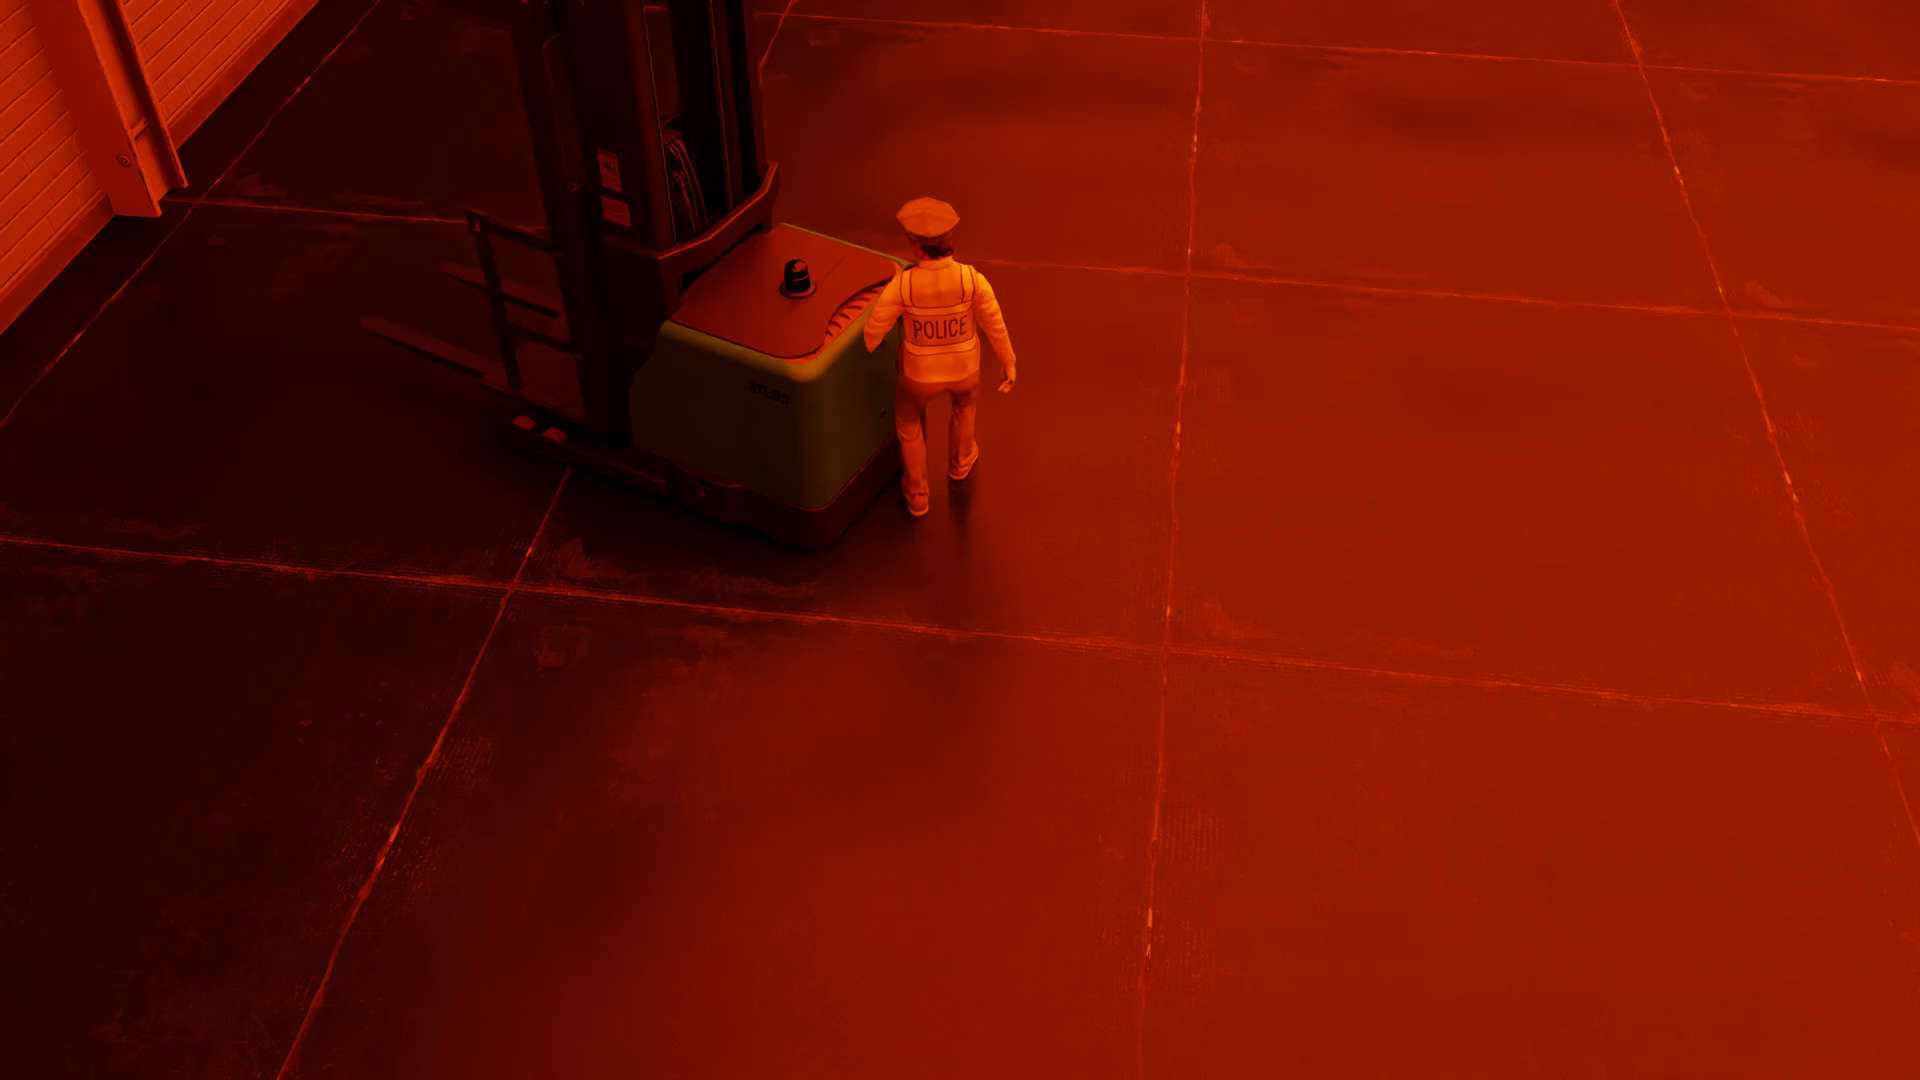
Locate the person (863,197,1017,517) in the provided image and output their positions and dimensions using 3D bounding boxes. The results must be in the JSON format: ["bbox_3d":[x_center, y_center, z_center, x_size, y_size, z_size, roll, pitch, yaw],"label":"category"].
[{"bbox_3d":[-0.113,-0.863,7.630,0.704,1.614,0.572,-6,43,-7],"label":"person"}]

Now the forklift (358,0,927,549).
[{"bbox_3d":[-1.707,-1.766,7.647,3.031,2.935,1.130,21,46,21],"label":"forklift"}]
